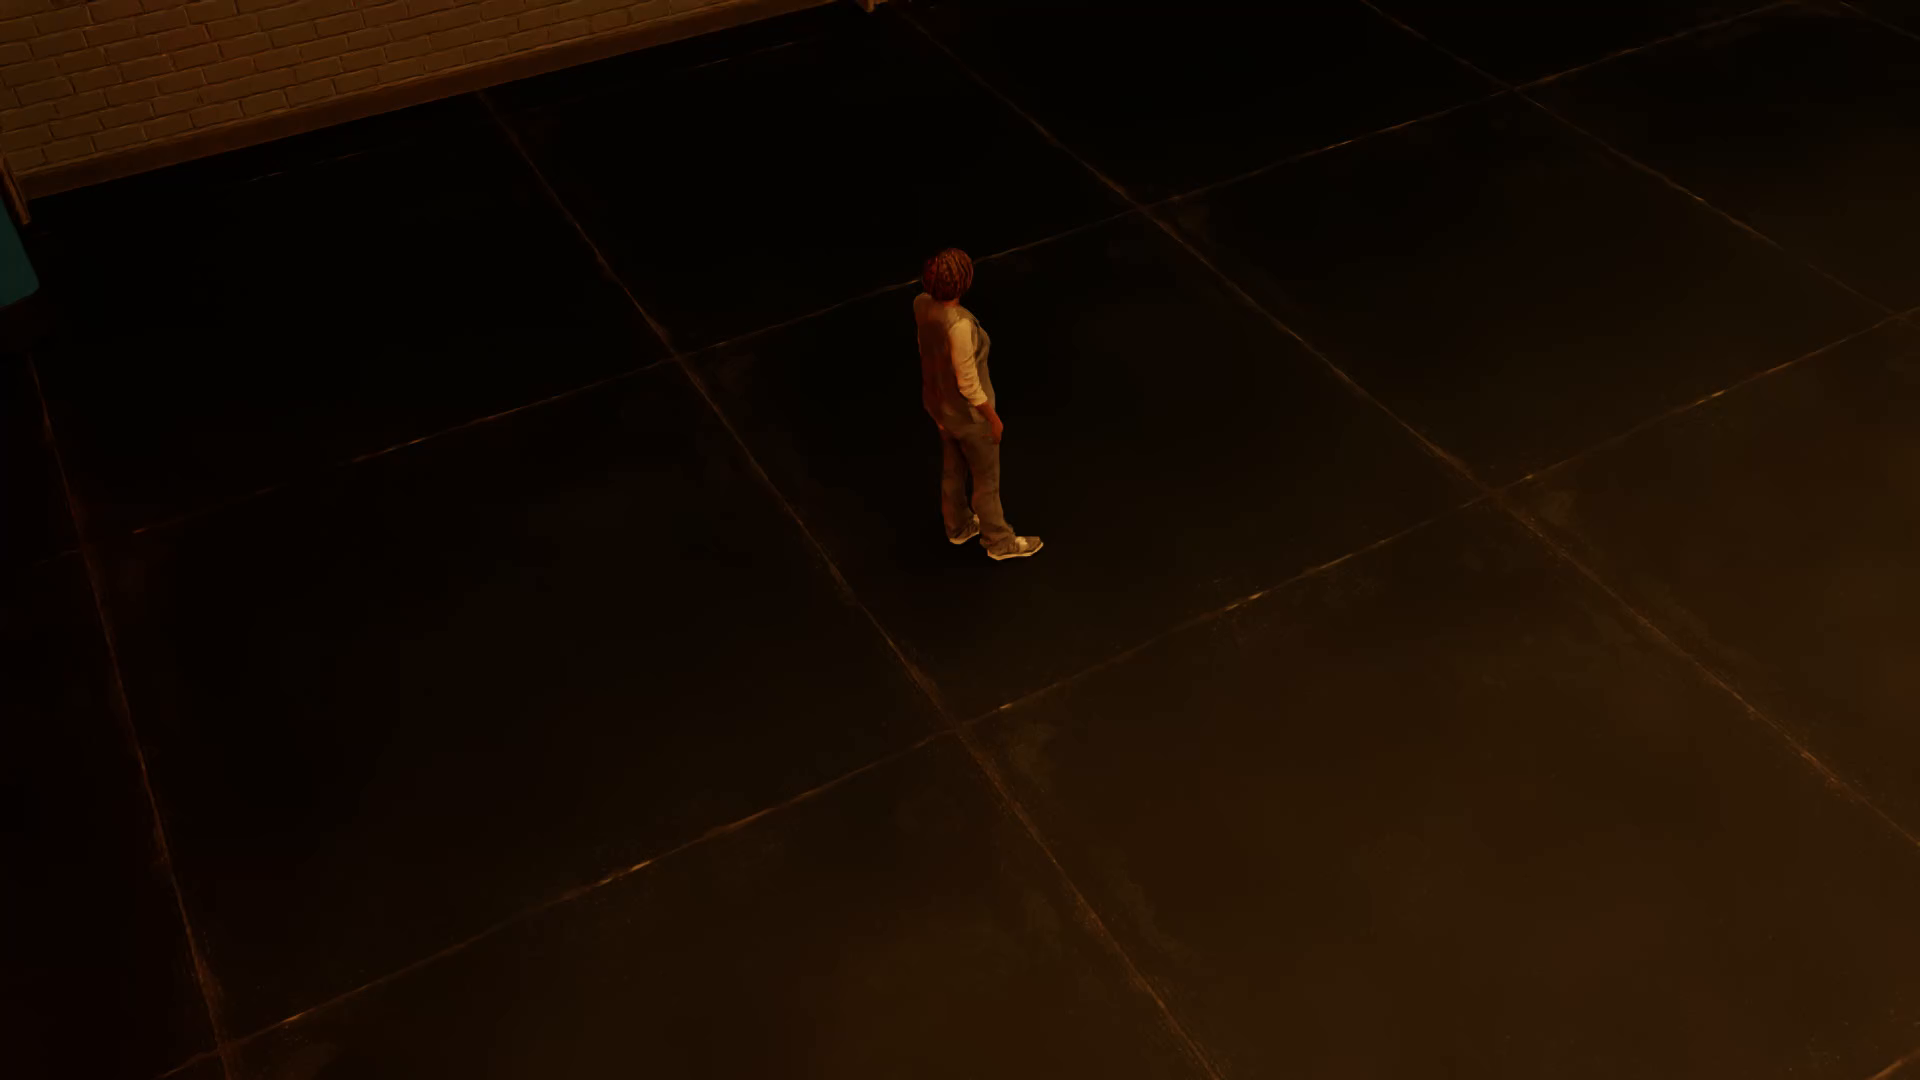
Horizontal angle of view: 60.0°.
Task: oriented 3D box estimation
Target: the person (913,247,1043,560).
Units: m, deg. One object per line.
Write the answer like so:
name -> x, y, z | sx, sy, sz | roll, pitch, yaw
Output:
person -> 0.071, -0.607, 7.324 | 0.474, 1.597, 0.521 | -21, 47, -21

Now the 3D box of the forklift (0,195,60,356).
forklift -> -6.214, -1.634, 7.460 | 1.130, 2.935, 3.031 | 30, 50, 28
